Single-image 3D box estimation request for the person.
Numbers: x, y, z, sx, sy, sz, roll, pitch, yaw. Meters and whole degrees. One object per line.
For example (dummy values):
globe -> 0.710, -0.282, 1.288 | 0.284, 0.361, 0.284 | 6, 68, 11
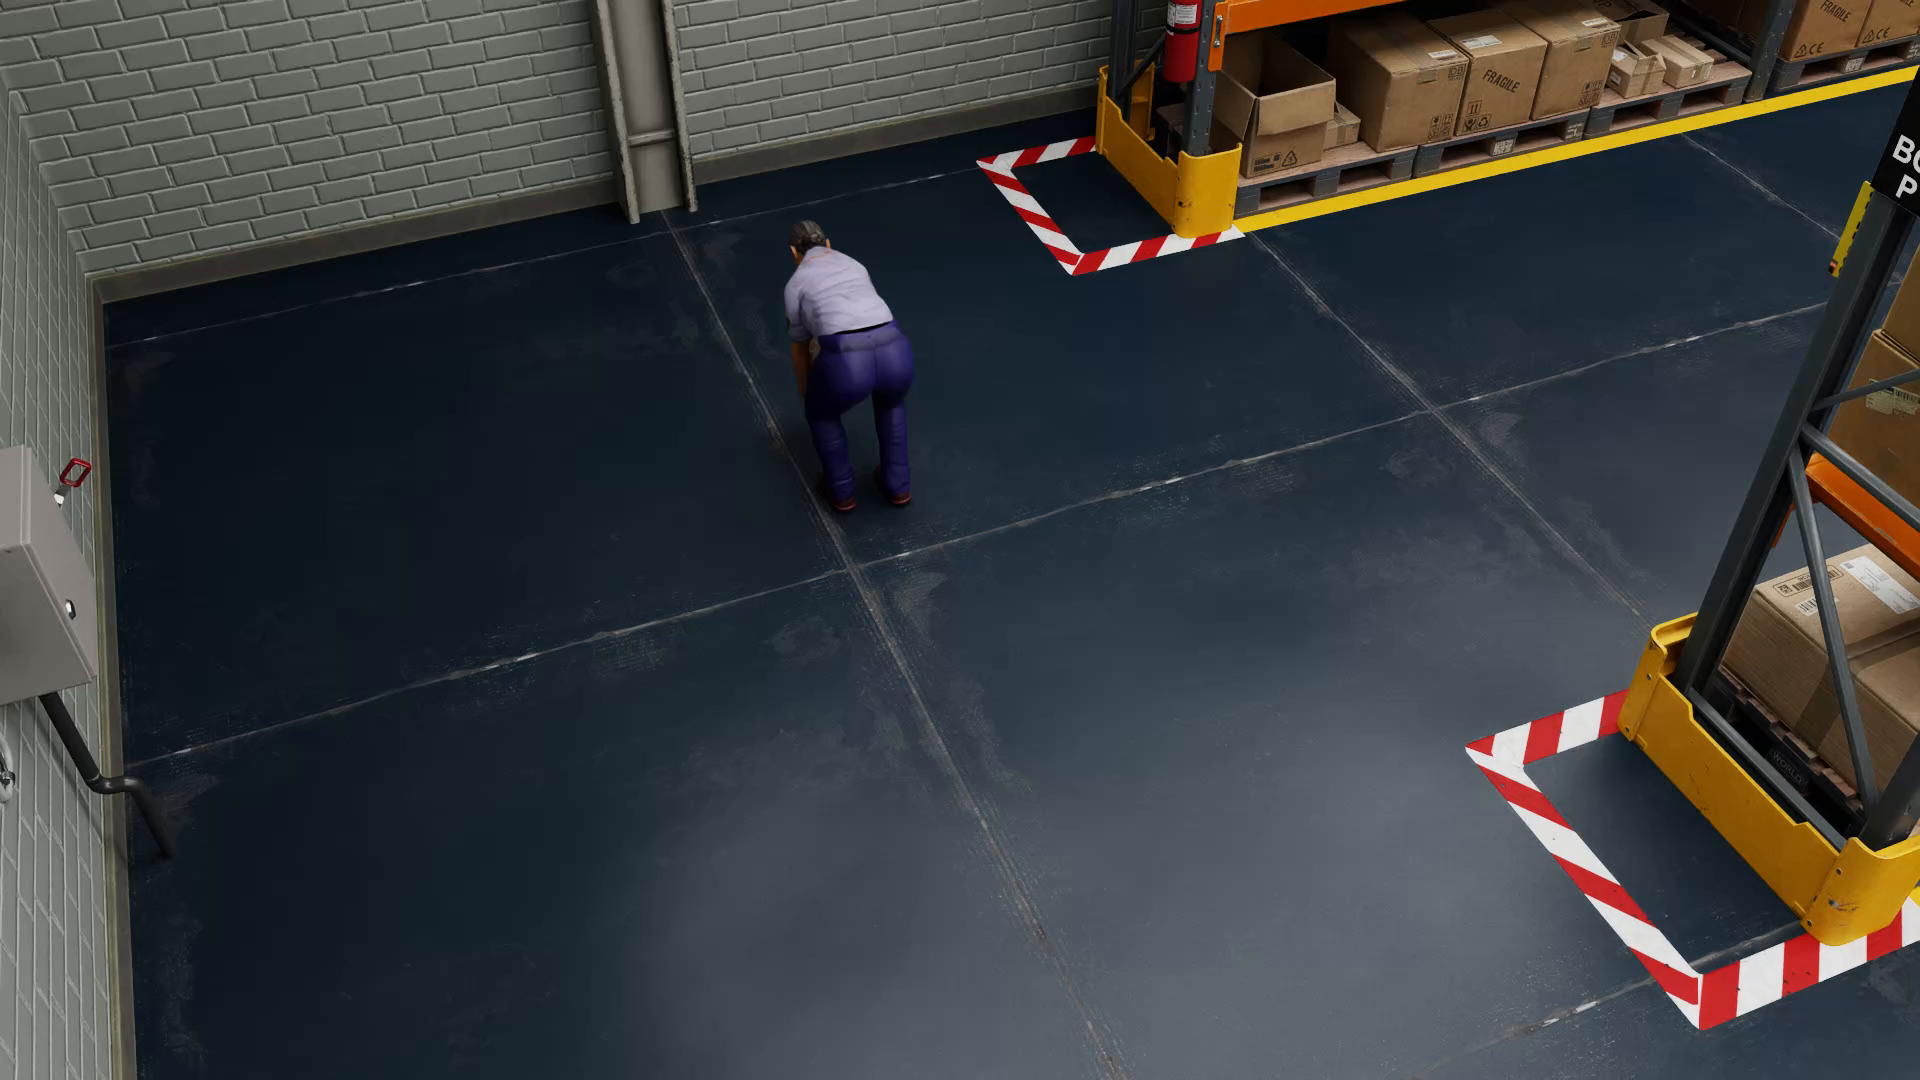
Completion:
person -> -0.512, -0.750, 7.378 | 0.455, 1.153, 0.888 | -17, 45, -18
